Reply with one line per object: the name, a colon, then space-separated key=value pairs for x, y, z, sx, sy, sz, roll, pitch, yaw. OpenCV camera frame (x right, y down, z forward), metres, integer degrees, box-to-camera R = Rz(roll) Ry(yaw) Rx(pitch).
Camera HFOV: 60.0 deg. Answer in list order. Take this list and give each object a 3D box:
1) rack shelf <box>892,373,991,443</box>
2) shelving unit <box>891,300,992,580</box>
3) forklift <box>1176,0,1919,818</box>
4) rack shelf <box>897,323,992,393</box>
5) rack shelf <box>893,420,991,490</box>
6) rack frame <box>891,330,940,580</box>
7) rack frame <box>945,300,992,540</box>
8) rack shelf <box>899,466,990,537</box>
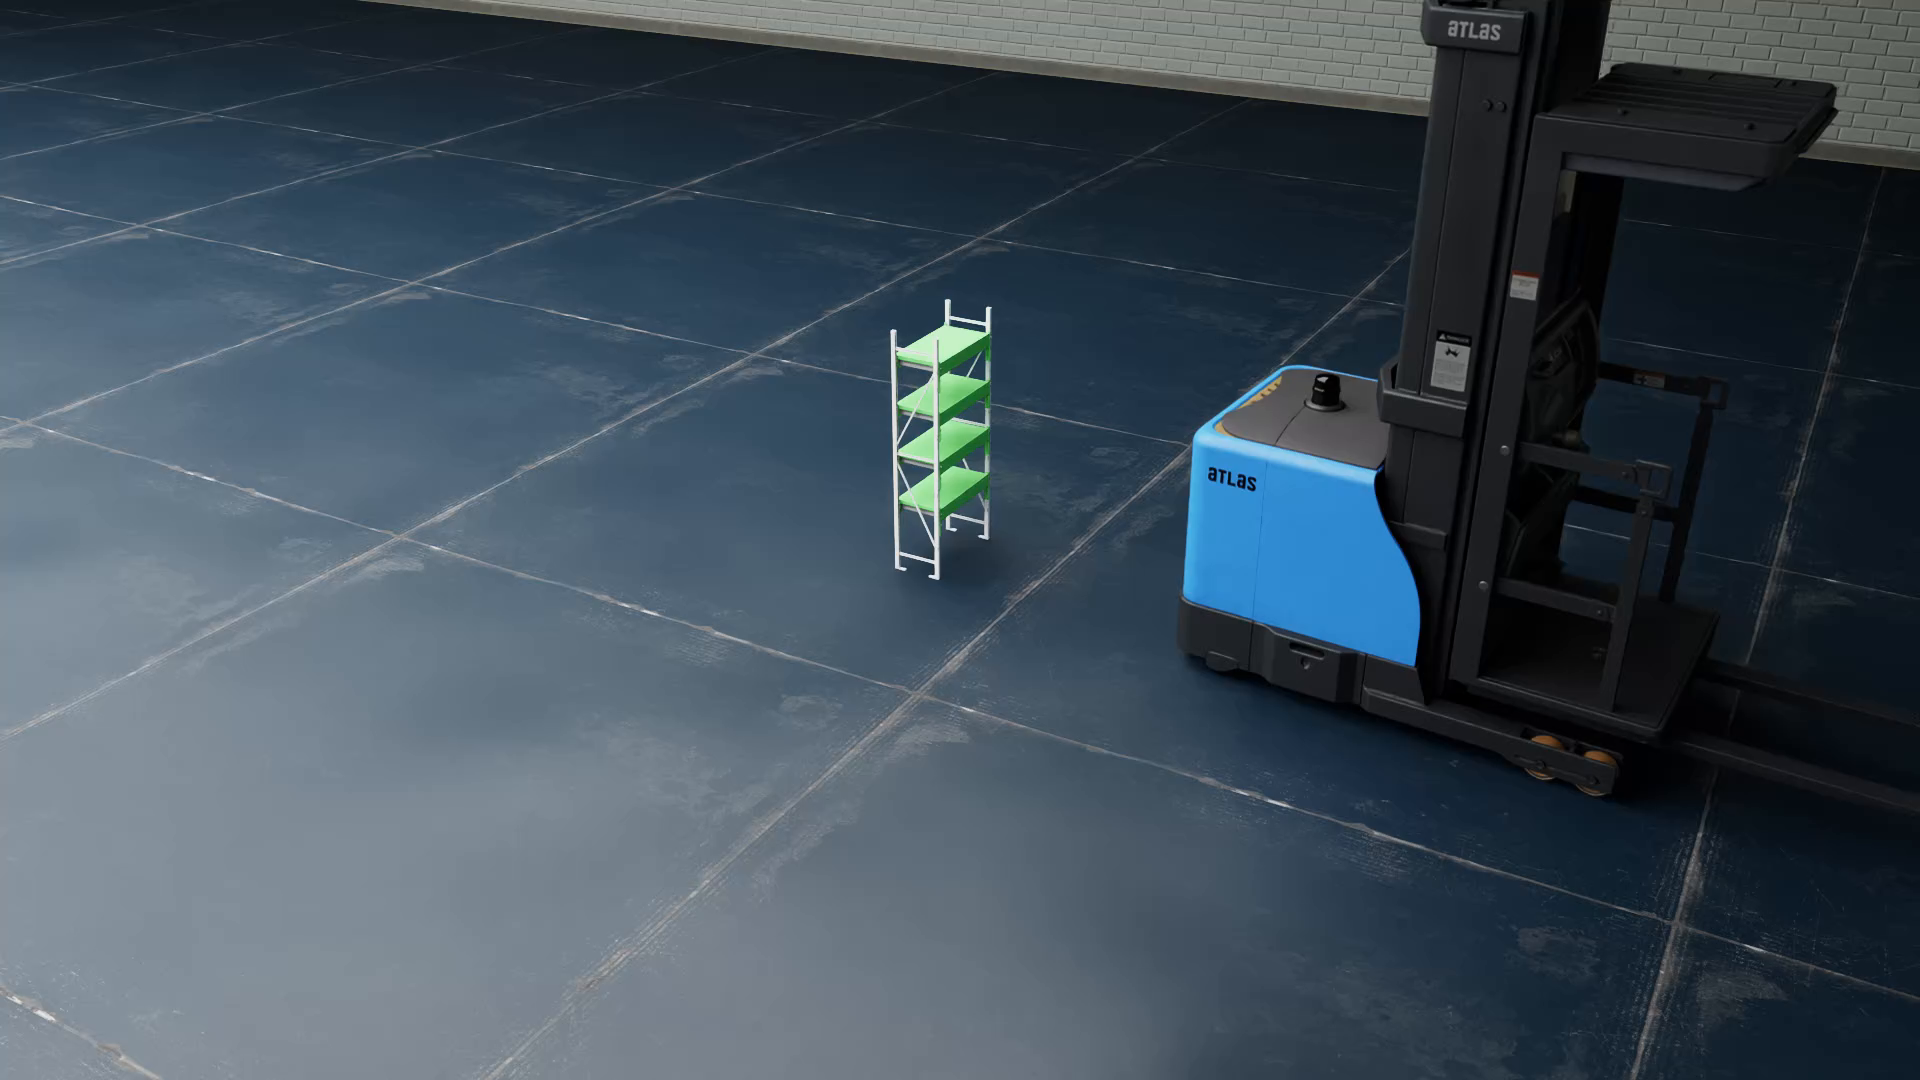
rack shelf: x=-0.081 y=-0.630 z=7.774 sx=0.258 sy=0.148 sz=0.480 roll=14 pitch=30 yaw=26
shelving unit: x=-0.081 y=-0.472 z=7.853 sx=0.258 sy=1.200 sz=0.503 roll=14 pitch=30 yaw=26
forklift: x=2.450 y=-0.612 z=6.197 sx=3.031 sy=2.935 sz=1.130 roll=16 pitch=31 yaw=29
rack shelf: x=-0.081 y=-0.844 z=7.666 sx=0.258 sy=0.148 sz=0.480 roll=14 pitch=30 yaw=26
rack shelf: x=-0.081 y=-0.415 z=7.881 sx=0.258 sy=0.148 sz=0.480 roll=14 pitch=30 yaw=26
rack frame: x=-0.201 y=-0.377 z=7.663 sx=0.240 sy=1.200 sz=0.015 roll=14 pitch=30 yaw=26
rack frame: x=0.039 y=-0.567 z=8.043 sx=0.240 sy=1.200 sz=0.015 roll=14 pitch=30 yaw=26
rack shelf: x=-0.081 y=-0.200 z=7.989 sx=0.258 sy=0.148 sz=0.480 roll=14 pitch=30 yaw=26
